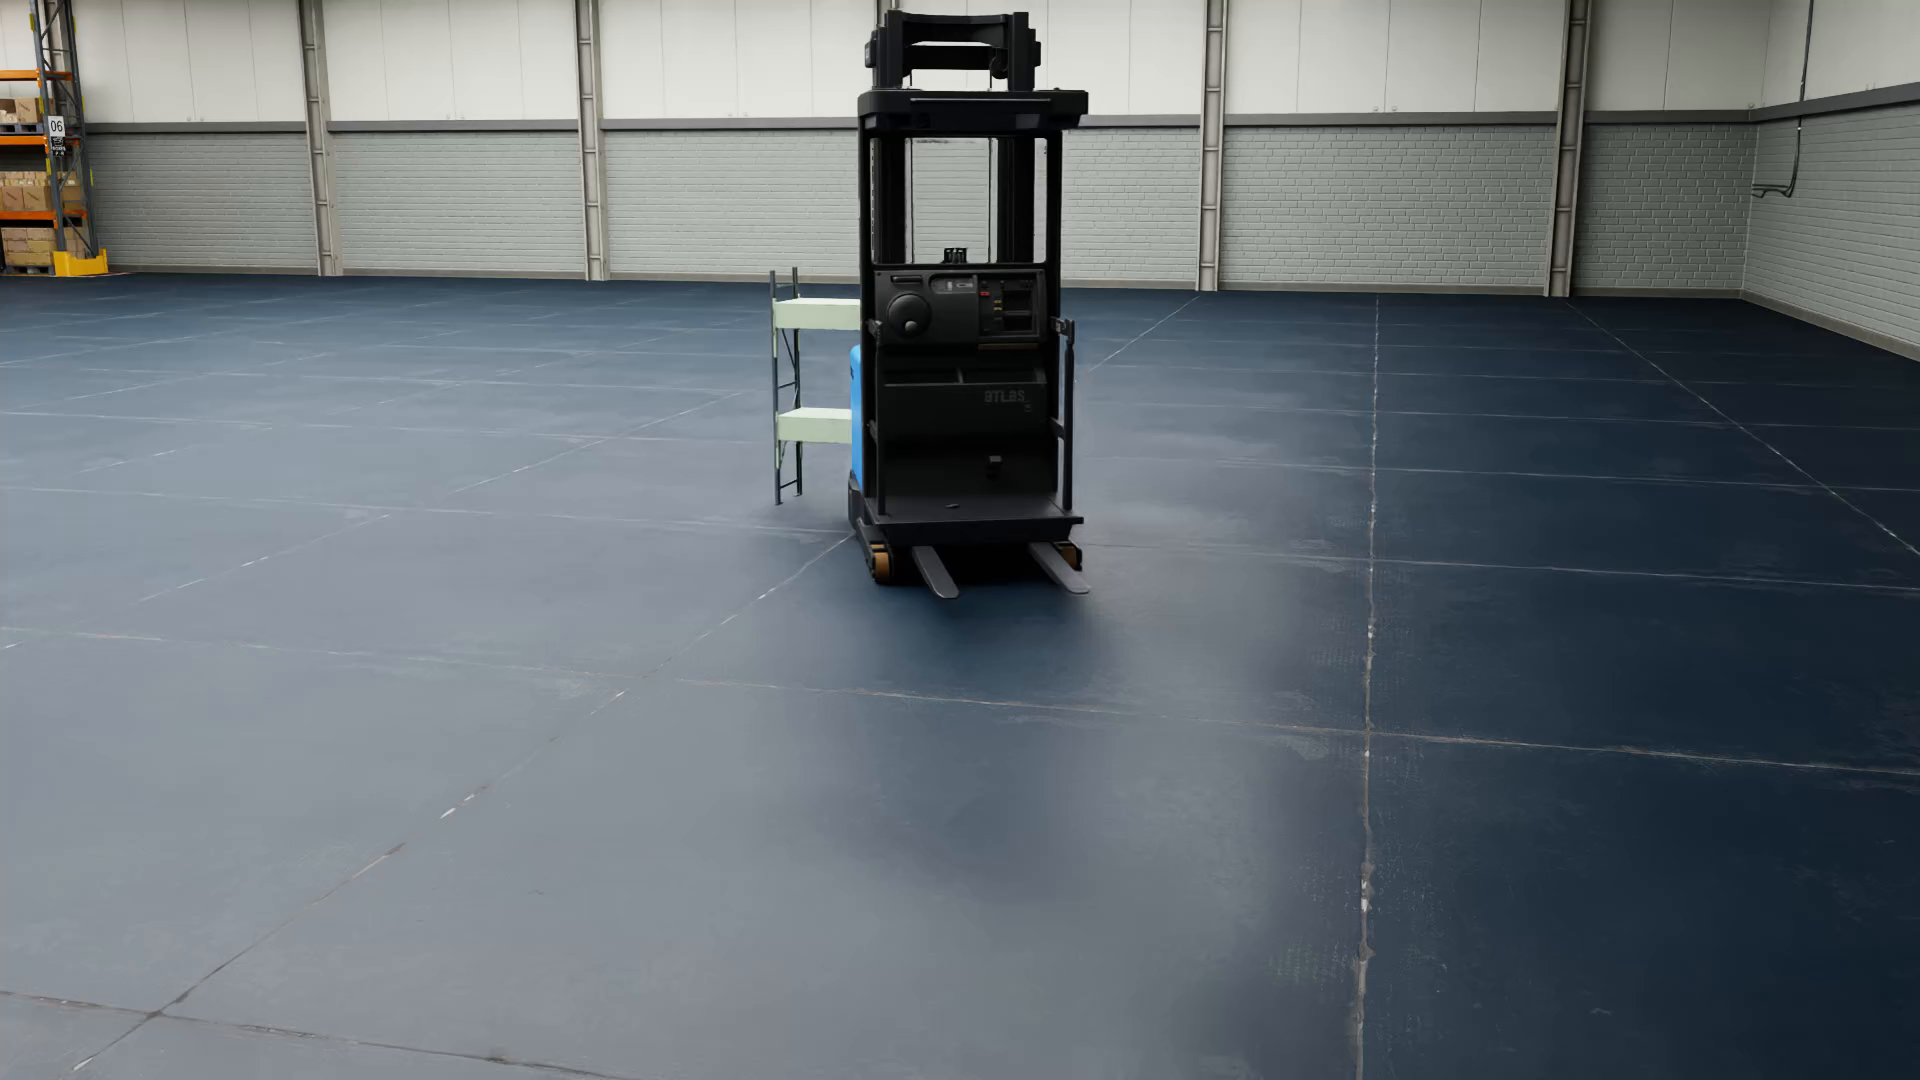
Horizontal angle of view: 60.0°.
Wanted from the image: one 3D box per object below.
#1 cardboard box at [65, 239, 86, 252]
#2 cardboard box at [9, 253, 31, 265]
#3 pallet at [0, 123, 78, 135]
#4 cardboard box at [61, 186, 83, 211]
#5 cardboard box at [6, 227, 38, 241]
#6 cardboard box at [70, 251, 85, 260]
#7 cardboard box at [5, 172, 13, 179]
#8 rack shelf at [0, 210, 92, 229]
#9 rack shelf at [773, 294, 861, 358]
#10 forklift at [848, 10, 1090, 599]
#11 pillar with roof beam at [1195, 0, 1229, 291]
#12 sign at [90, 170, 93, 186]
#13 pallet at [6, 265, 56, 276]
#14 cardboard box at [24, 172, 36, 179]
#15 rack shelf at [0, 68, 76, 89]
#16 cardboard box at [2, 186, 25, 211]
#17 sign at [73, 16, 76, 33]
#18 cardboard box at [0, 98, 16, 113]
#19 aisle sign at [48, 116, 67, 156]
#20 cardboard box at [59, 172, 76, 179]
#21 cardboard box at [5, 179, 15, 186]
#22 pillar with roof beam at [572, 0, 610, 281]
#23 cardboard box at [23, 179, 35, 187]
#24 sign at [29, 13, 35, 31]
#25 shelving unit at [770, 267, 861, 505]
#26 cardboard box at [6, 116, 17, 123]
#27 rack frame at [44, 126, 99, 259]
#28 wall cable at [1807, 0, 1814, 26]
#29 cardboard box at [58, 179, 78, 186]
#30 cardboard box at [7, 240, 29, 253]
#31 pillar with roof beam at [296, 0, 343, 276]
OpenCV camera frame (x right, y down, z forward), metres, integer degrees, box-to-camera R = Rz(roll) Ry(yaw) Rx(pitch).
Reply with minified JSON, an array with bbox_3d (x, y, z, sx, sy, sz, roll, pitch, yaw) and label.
[{"bbox_3d":[-18.766,-6.189,34.926,0.500,0.250,0.500,3,13,15],"label":"cardboard box"},{"bbox_3d":[-19.372,-5.862,34.609,0.500,0.250,0.500,3,13,14],"label":"cardboard box"},{"bbox_3d":[-19.040,-8.477,34.296,1.213,0.211,1.003,3,13,14],"label":"pallet"},{"bbox_3d":[-18.774,-7.147,34.789,0.500,0.500,0.500,3,13,15],"label":"cardboard box"},{"bbox_3d":[-19.378,-6.348,34.491,0.500,0.250,0.500,3,13,15],"label":"cardboard box"},{"bbox_3d":[-18.789,-5.943,34.974,0.500,0.250,0.500,3,13,14],"label":"cardboard box"},{"bbox_3d":[-19.489,-7.541,34.384,0.250,0.149,0.380,3,13,14],"label":"cardboard box"},{"bbox_3d":[-20.301,-6.766,34.967,4.000,0.370,1.077,3,13,14],"label":"rack shelf"},{"bbox_3d":[-0.774,-1.357,10.585,0.720,0.370,0.431,4,13,17],"label":"rack shelf"},{"bbox_3d":[0.040,-1.285,8.761,1.130,2.935,3.031,-2,13,-8],"label":"forklift"},{"bbox_3d":[3.450,-8.017,25.094,0.400,9.000,9.100,3,13,14],"label":"pillar with roof beam"},{"bbox_3d":[-18.221,-7.591,34.843,0.005,0.325,0.100,3,13,14],"label":"sign"},{"bbox_3d":[-19.112,-5.683,34.862,1.213,0.211,1.003,3,13,14],"label":"pallet"},{"bbox_3d":[-19.005,-7.505,34.220,0.250,0.149,0.380,3,13,14],"label":"cardboard box"},{"bbox_3d":[-20.301,-9.500,34.360,4.000,0.370,1.077,3,13,14],"label":"rack shelf"},{"bbox_3d":[-19.402,-7.062,34.407,0.500,0.500,0.500,3,13,15],"label":"cardboard box"},{"bbox_3d":[-18.220,-10.592,34.178,0.005,0.325,0.100,3,13,14],"label":"sign"},{"bbox_3d":[-19.818,-8.827,34.236,0.500,0.500,0.700,3,13,14],"label":"cardboard box"},{"bbox_3d":[-18.366,-8.218,33.846,0.004,0.787,0.394,3,13,14],"label":"aisle sign"},{"bbox_3d":[-18.634,-7.587,34.589,0.250,0.149,0.380,3,13,12],"label":"cardboard box"},{"bbox_3d":[-19.494,-7.387,34.375,0.250,0.149,0.380,3,13,13],"label":"cardboard box"},{"bbox_3d":[-8.200,-8.640,27.901,0.400,9.000,9.100,3,13,14],"label":"pillar with roof beam"},{"bbox_3d":[-19.018,-7.345,34.187,0.250,0.149,0.380,3,13,14],"label":"cardboard box"},{"bbox_3d":[-18.503,-10.324,33.151,0.005,0.325,0.100,3,13,14],"label":"sign"},{"bbox_3d":[-0.774,-0.976,10.670,0.755,1.500,0.431,4,13,17],"label":"shelving unit"},{"bbox_3d":[-19.237,-8.588,33.973,0.250,0.149,0.380,3,13,12],"label":"cardboard box"},{"bbox_3d":[-18.359,-7.014,34.421,0.127,3.000,1.000,3,13,14],"label":"rack frame"},{"bbox_3d":[12.202,-8.561,23.054,0.112,2.526,3.097,3,13,14],"label":"wall cable"},{"bbox_3d":[-18.627,-7.451,34.665,0.250,0.149,0.380,3,13,12],"label":"cardboard box"},{"bbox_3d":[-19.391,-6.108,34.564,0.500,0.250,0.500,3,13,13],"label":"cardboard box"},{"bbox_3d":[-14.026,-8.951,29.305,0.400,9.000,9.100,3,13,14],"label":"pillar with roof beam"}]
